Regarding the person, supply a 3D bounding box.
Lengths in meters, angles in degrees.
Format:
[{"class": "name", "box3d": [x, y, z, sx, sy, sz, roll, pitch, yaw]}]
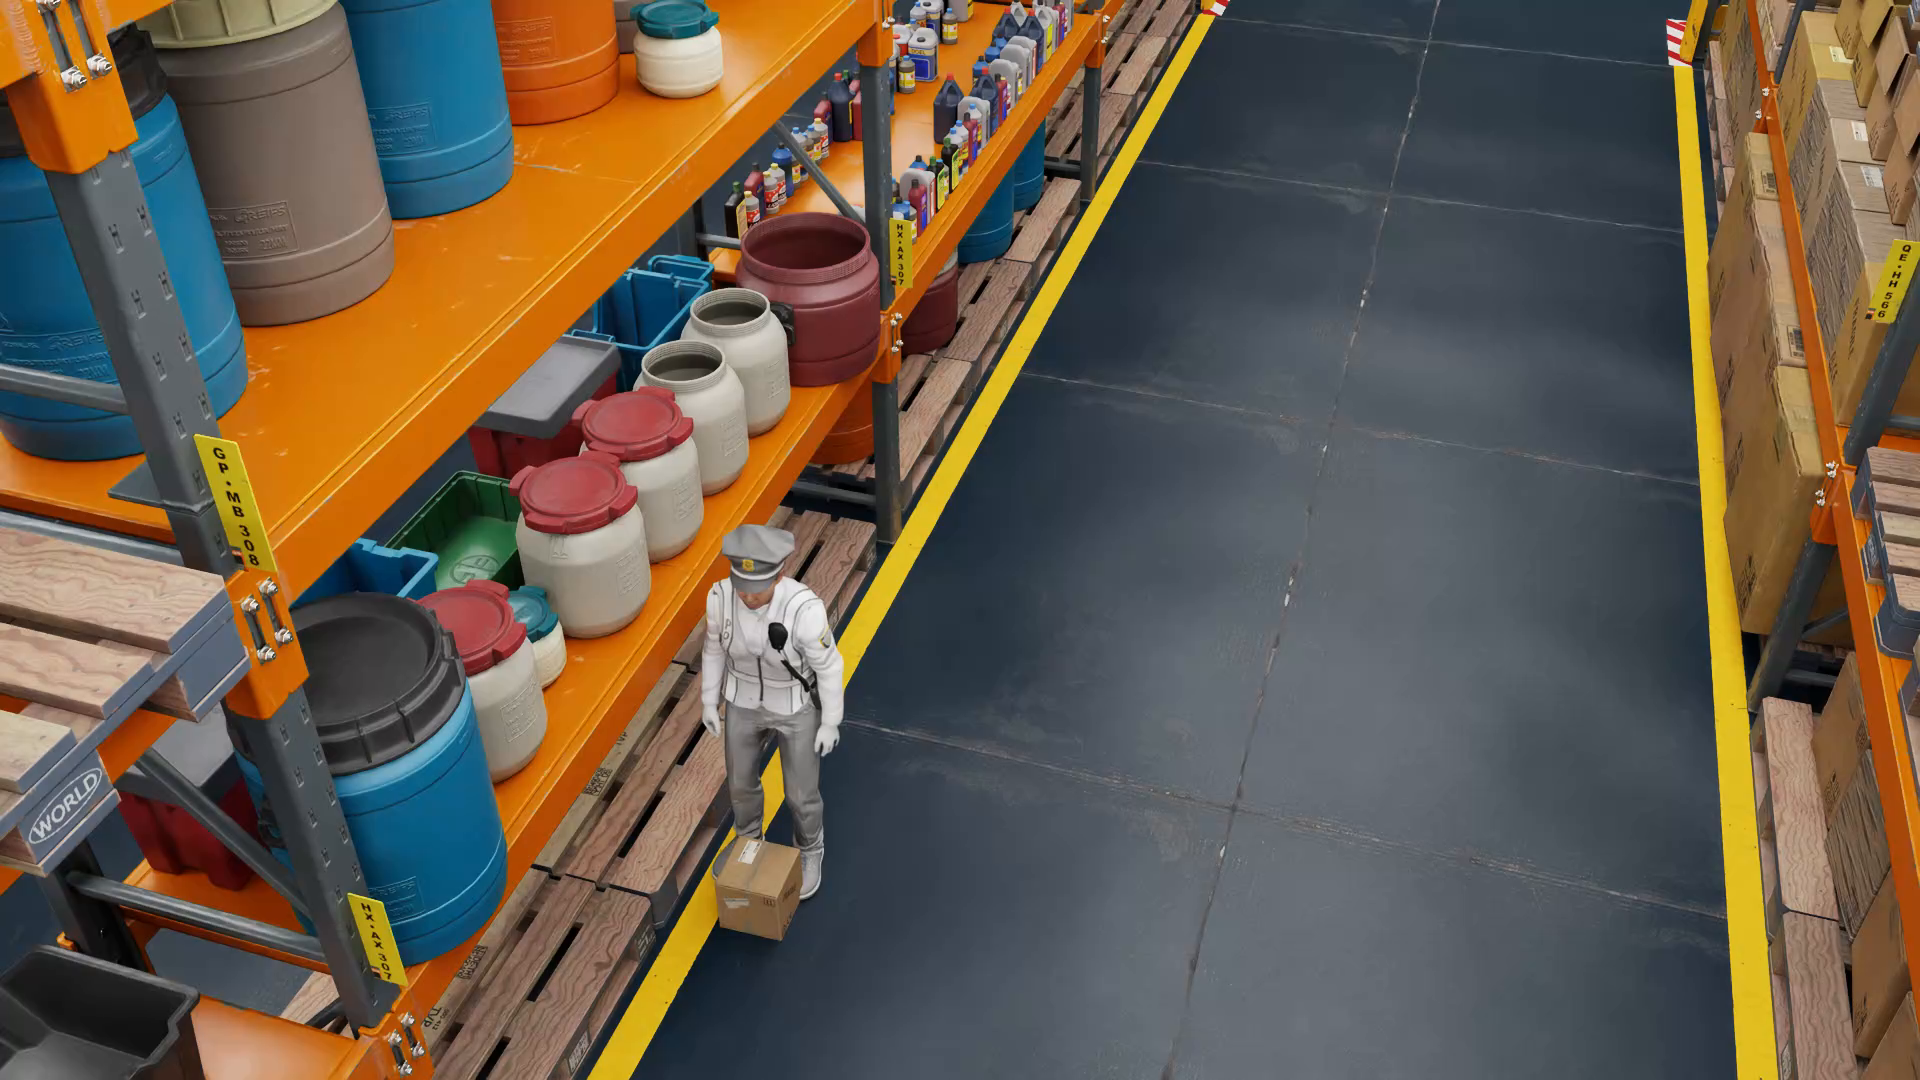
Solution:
[{"class": "person", "box3d": [-0.686, 0.620, 6.069, 0.547, 1.667, 0.370, 9, 38, 11]}]
